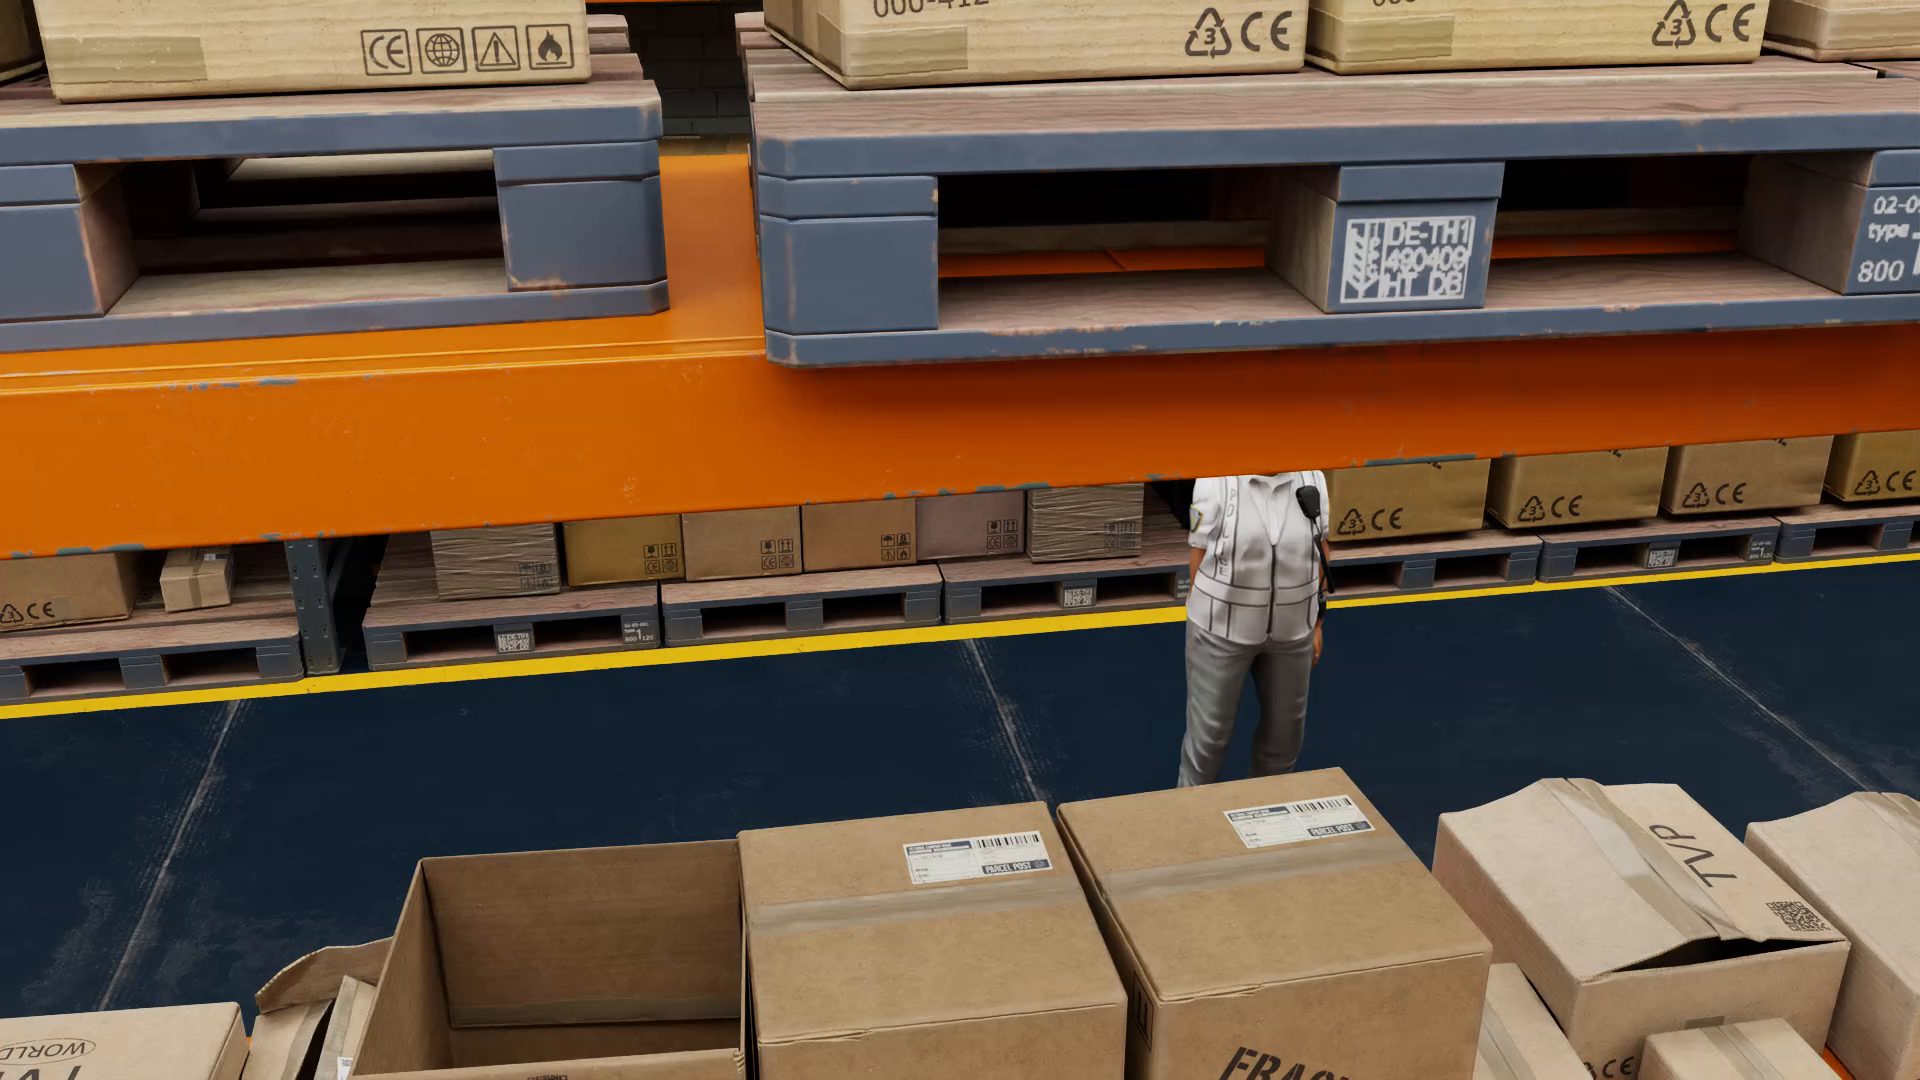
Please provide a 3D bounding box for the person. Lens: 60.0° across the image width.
[{"bbox_3d":[0.972,0.292,5.440,0.471,1.657,0.388,-4,24,-9],"label":"person"}]
